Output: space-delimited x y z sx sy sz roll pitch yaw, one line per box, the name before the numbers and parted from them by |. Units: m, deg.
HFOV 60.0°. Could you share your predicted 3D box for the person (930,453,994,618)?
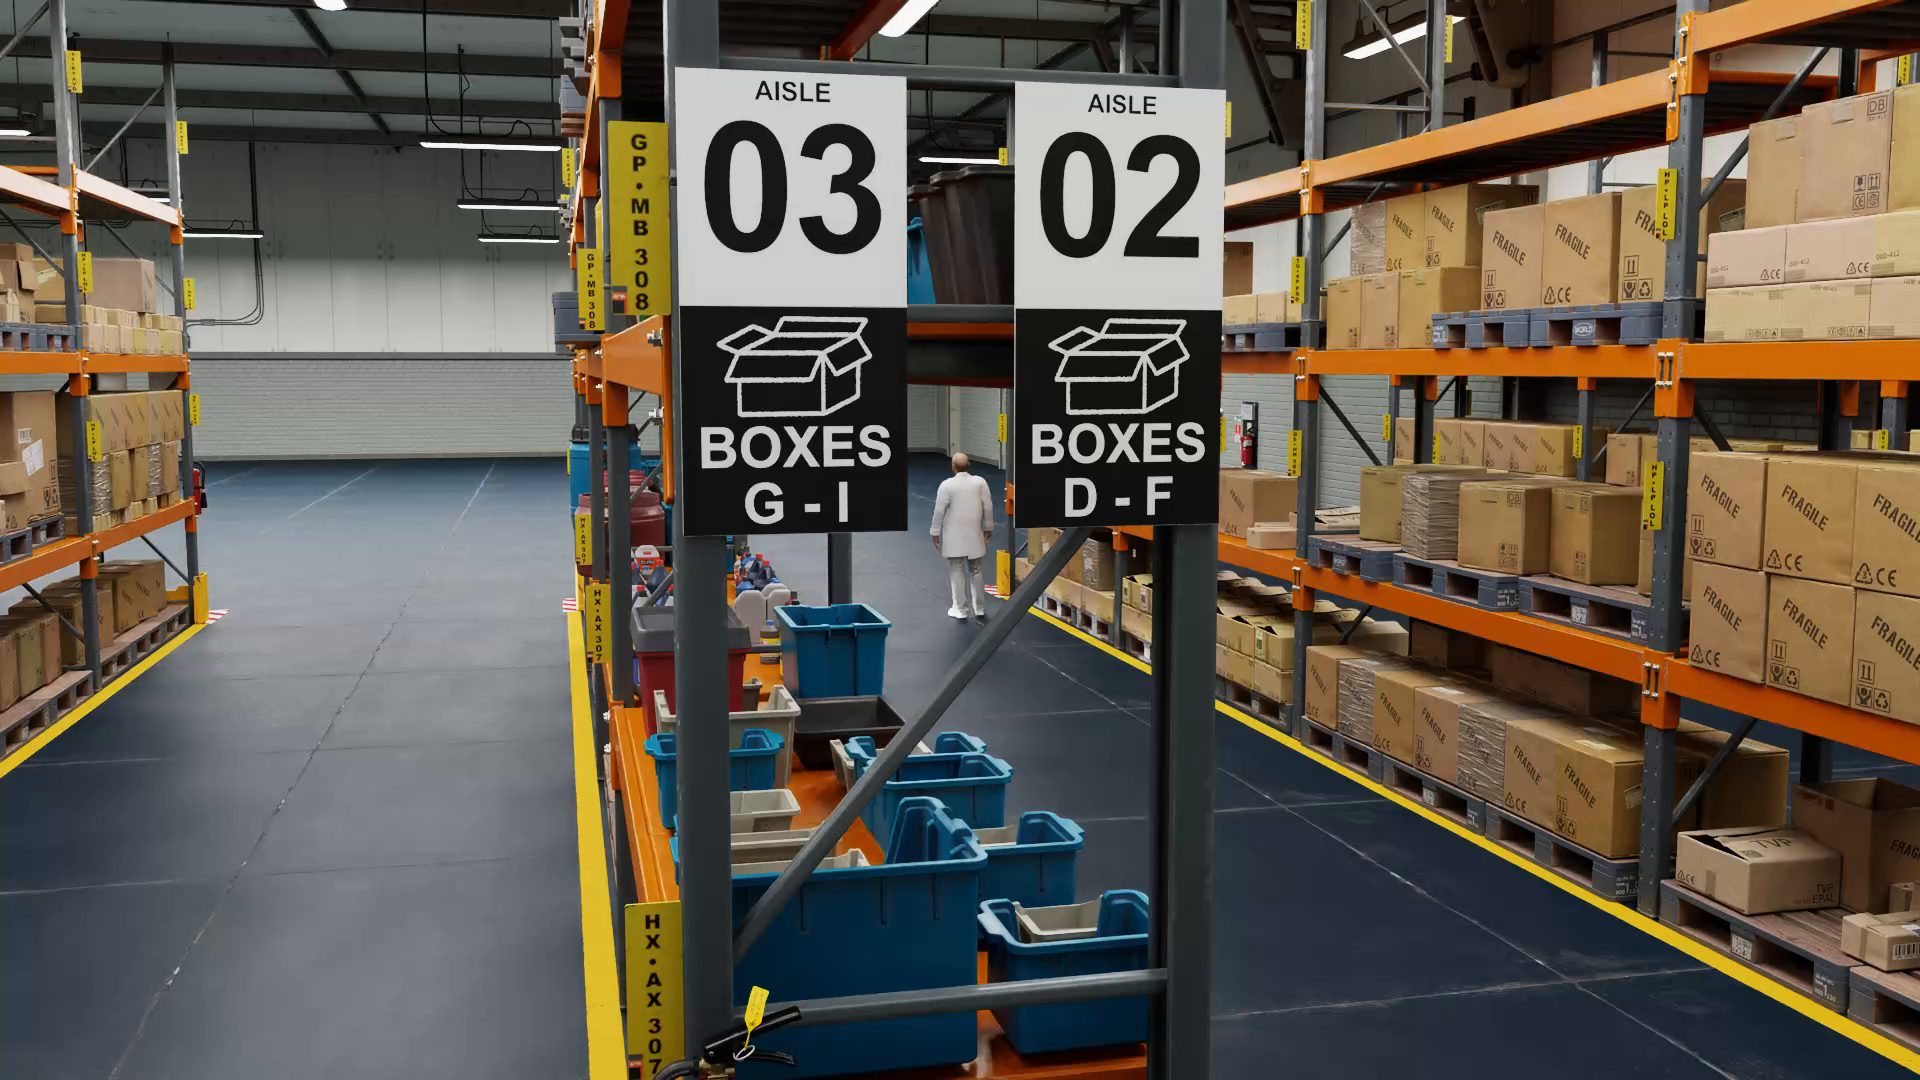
person | 0.005 -0.059 17.860 0.695 1.777 0.579 -1 6 -14
